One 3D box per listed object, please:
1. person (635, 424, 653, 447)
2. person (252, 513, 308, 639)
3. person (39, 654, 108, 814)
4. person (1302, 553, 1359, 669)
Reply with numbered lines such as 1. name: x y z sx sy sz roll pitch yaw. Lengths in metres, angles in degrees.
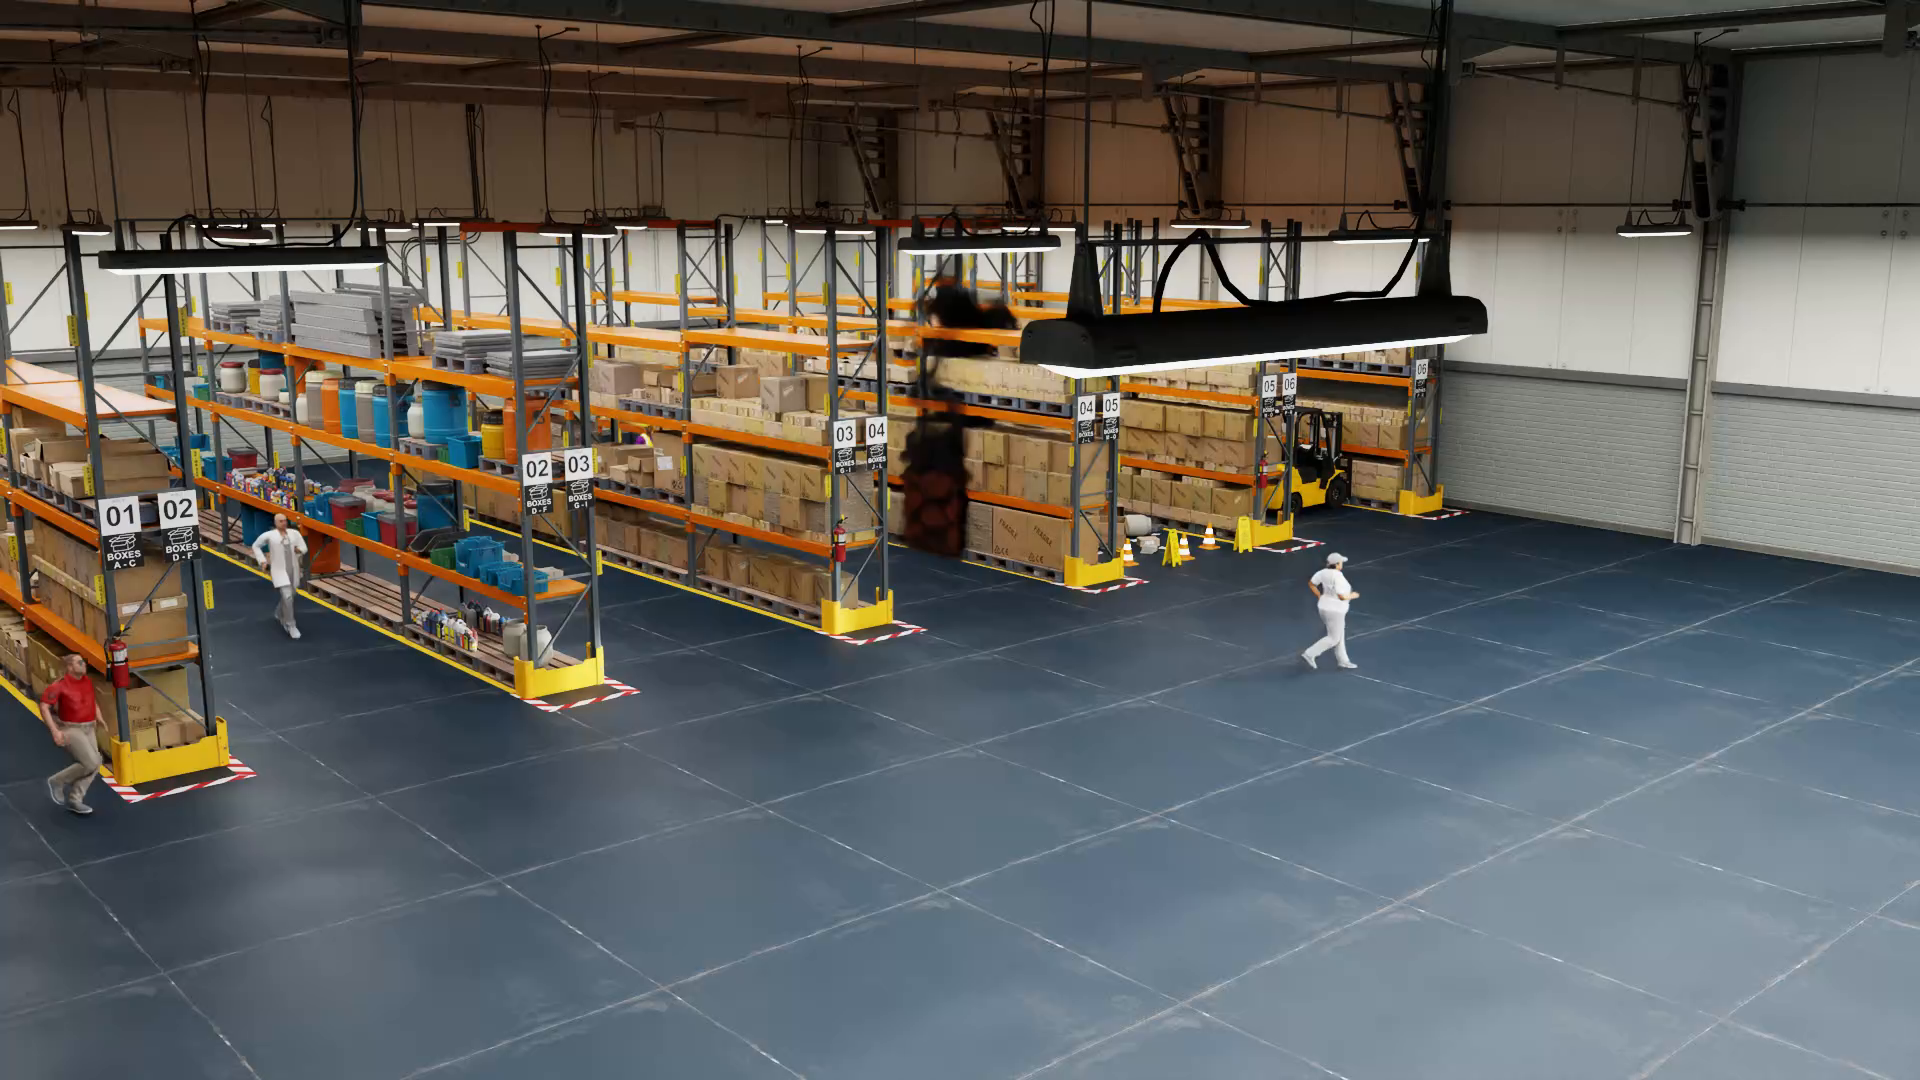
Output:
1. person: -6.640 -1.676 35.664 0.707 1.781 0.969 -10 15 -40
2. person: -10.081 0.506 24.809 0.918 1.833 0.678 9 15 38
3. person: -9.325 2.031 17.644 0.544 1.650 0.700 2 12 8
4. person: 5.077 0.994 22.710 0.921 1.667 0.609 -4 12 -17
